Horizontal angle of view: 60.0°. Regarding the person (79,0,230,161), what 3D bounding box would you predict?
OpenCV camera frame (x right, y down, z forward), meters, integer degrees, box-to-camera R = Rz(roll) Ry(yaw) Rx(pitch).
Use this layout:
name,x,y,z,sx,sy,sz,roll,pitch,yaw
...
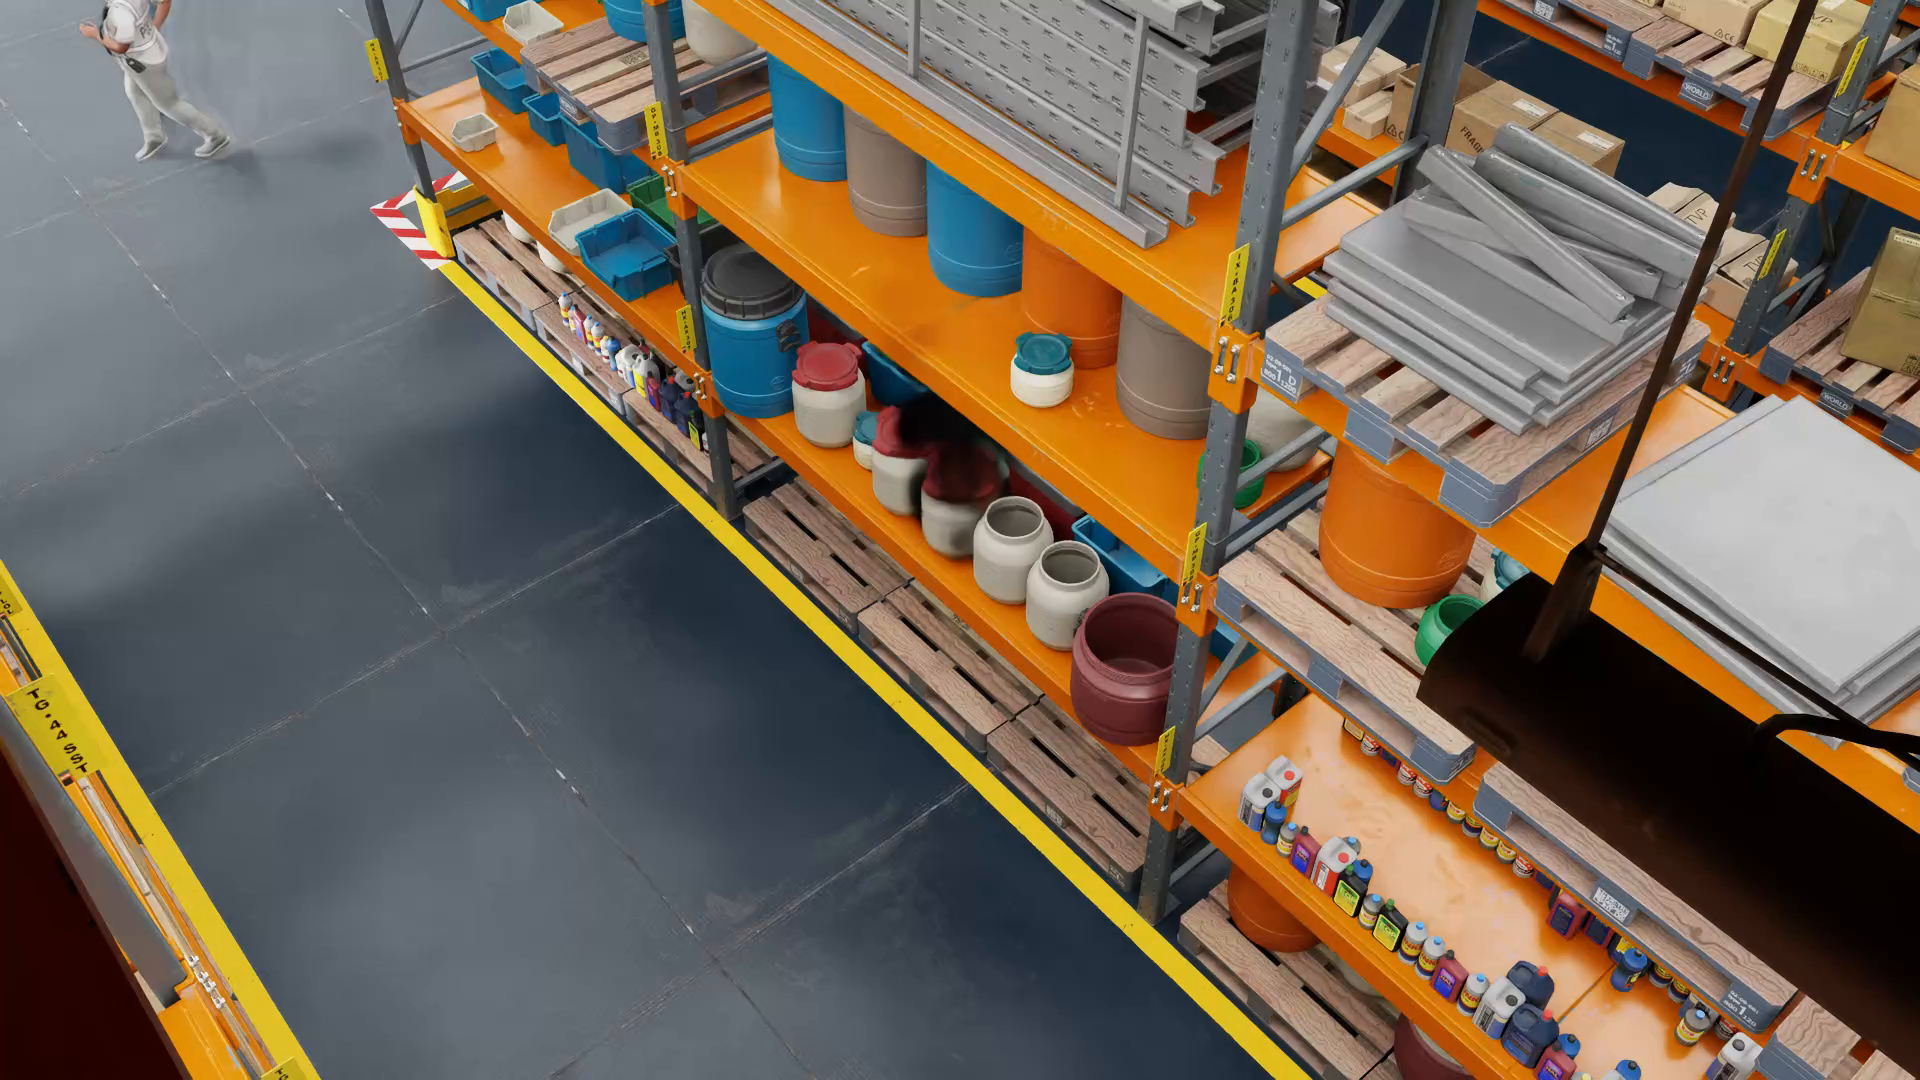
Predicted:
name,x,y,z,sx,sy,sz,roll,pitch,yaw
person,-6.548,-3.846,13.406,0.819,1.839,0.642,-9,47,-9
